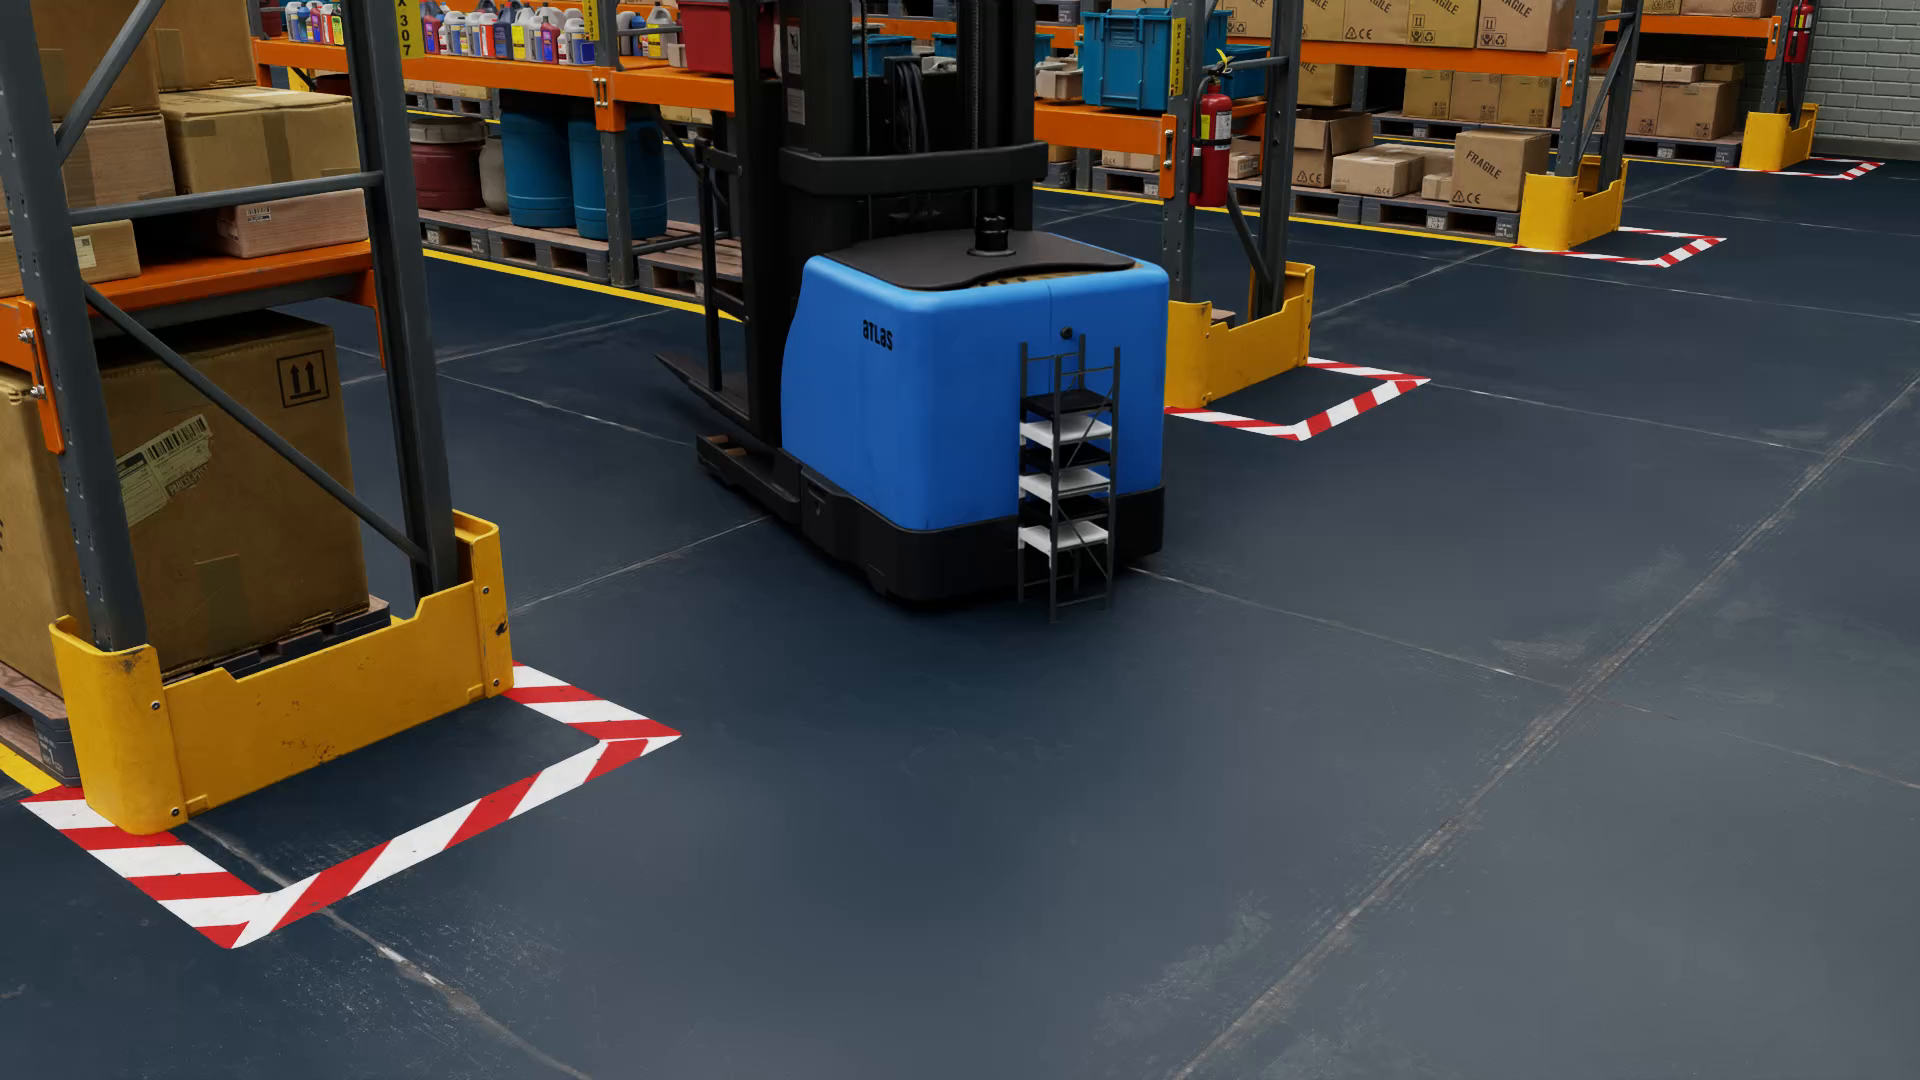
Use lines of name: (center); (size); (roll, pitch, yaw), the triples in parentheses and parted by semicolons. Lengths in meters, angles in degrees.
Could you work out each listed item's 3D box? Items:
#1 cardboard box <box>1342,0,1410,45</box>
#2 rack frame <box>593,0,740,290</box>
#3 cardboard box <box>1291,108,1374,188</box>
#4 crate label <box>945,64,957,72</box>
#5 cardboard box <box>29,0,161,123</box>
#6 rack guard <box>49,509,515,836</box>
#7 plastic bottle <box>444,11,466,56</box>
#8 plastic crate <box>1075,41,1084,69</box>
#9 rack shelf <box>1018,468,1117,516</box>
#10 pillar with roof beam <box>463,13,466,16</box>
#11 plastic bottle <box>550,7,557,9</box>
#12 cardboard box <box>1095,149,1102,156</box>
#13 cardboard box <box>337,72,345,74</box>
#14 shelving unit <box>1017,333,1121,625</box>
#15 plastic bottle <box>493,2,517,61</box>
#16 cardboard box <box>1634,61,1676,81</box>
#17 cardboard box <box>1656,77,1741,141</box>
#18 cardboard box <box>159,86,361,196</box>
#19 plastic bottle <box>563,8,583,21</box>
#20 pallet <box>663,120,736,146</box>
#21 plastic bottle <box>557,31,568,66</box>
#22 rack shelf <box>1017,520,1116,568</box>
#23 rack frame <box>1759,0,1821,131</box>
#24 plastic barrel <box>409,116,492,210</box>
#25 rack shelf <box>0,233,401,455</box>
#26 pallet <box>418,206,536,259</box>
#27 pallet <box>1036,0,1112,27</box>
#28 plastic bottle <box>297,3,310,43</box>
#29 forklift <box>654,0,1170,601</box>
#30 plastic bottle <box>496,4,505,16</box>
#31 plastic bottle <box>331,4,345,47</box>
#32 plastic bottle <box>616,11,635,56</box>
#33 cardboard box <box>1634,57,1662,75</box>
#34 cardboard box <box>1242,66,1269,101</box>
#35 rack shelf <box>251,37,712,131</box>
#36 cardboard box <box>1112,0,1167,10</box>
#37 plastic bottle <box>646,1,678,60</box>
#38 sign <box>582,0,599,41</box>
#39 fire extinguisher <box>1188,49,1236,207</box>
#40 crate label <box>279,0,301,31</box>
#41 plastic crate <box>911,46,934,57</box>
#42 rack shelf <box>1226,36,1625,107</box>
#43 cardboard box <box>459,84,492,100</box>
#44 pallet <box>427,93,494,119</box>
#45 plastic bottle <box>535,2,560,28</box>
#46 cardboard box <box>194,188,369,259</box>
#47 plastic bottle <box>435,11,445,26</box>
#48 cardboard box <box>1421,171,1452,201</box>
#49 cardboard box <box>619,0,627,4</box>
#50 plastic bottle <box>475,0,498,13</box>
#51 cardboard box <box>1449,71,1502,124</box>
cardboard box: (3.123, -3.859, 12.009); (0.500, 0.500, 0.500); (16, 26, 37)
rack frame: (-1.804, -3.098, 10.133); (0.127, 3.000, 1.000); (16, 26, 36)
cardboard box: (2.789, -3.072, 12.977); (0.637, 0.503, 0.797); (16, 26, 36)
crate label: (0.102, -2.367, 8.483); (0.243, 0.136, 0.396); (16, 26, 36)
cardboard box: (-2.381, -1.309, 4.116); (0.500, 0.500, 0.500); (16, 26, 37)
rack guard: (-1.818, 0.323, 4.603); (0.348, 0.500, 1.175); (16, 26, 36)
plastic bottle: (-3.272, -3.316, 10.886); (0.135, 0.276, 0.152); (16, 26, 36)
plastic crate: (0.802, -2.448, 8.560); (0.300, 0.233, 0.416); (16, 26, 36)
rack shelf: (0.350, -0.165, 5.426); (0.258, 0.077, 0.200); (-11, 23, -27)
pillar with roof beam: (-11.118, -11.533, 23.998); (0.400, 9.000, 9.100); (16, 26, 36)
plastic bottle: (-2.819, -3.506, 11.390); (0.135, 0.276, 0.152); (16, 26, 36)
cardboard box: (1.110, -3.662, 14.548); (0.500, 0.500, 0.500); (15, 25, 34)
cardboard box: (-7.302, -5.748, 20.461); (0.500, 0.250, 0.500); (16, 26, 36)
shelving unit: (0.350, -0.197, 5.414); (0.258, 0.900, 0.210); (-11, 23, -27)
plastic bottle: (-2.866, -3.232, 10.558); (0.185, 0.351, 0.144); (16, 26, 36)
cardboard box: (6.540, -4.409, 15.637); (0.250, 0.149, 0.380); (17, 26, 38)
cardboard box: (6.953, -4.070, 15.657); (0.500, 0.500, 0.700); (16, 26, 36)
cardboard box: (-2.038, -1.102, 4.630); (0.500, 0.250, 0.500); (15, 25, 35)
plastic bottle: (-2.639, -3.454, 11.253); (0.135, 0.276, 0.152); (16, 26, 36)
pallet: (-2.381, -4.234, 17.096); (1.213, 0.211, 1.003); (16, 26, 36)
plastic bottle: (-2.421, -3.023, 10.216); (0.097, 0.201, 0.097); (0, 21, 0)
rack shelf: (0.350, 0.003, 5.489); (0.258, 0.077, 0.200); (-11, 23, -27)
rack frame: (7.559, -4.914, 14.949); (0.127, 3.000, 1.000); (16, 26, 36)
plastic barrel: (-3.638, -2.703, 11.906); (0.708, 0.588, 0.600); (16, 26, 36)
rack shelf: (-3.386, -0.962, 5.487); (4.000, 0.370, 1.077); (16, 26, 36)
pallet: (-3.325, -2.249, 11.834); (1.213, 0.211, 1.003); (16, 26, 36)
pallet: (0.781, -4.570, 14.308); (1.213, 0.211, 1.003); (16, 26, 36)
plastic bottle: (-4.700, -3.712, 11.944); (0.097, 0.271, 0.097); (0, 21, 0)
forklift: (-0.433, -1.649, 6.386); (1.130, 2.935, 3.031); (-11, 23, -27)
plastic bottle: (-3.226, -3.620, 11.682); (0.133, 0.283, 0.061); (16, 26, 36)
plastic bottle: (-4.339, -3.606, 11.644); (0.133, 0.283, 0.061); (16, 26, 36)
plastic bottle: (-2.205, -3.329, 10.922); (0.135, 0.276, 0.152); (16, 26, 36)
cardboard box: (6.590, -4.569, 16.061); (0.250, 0.149, 0.380); (16, 26, 37)
cardboard box: (3.184, -5.304, 18.434); (0.750, 0.750, 0.750); (17, 27, 38)
rack shelf: (-3.354, -3.208, 11.444); (4.000, 0.370, 1.077); (16, 26, 36)
cardboard box: (1.553, -4.310, 13.205); (0.500, 0.500, 0.500); (17, 26, 38)
plastic bottle: (-1.903, -3.252, 10.609); (0.185, 0.351, 0.144); (16, 26, 36)
sign: (-2.153, -3.078, 9.687); (0.005, 0.325, 0.100); (16, 26, 36)
fire extinguisher: (1.124, -1.837, 7.428); (0.183, 0.674, 0.296); (16, 26, 36)
crate label: (-5.502, -4.303, 13.278); (0.616, 0.435, 0.502); (16, 26, 36)
plastic crate: (-0.265, -2.697, 9.357); (0.466, 0.136, 0.293); (16, 26, 36)
rack shelf: (2.880, -3.669, 12.666); (4.000, 0.370, 1.077); (16, 26, 36)
cardboard box: (-5.365, -5.190, 18.982); (0.500, 0.250, 0.500); (16, 26, 36)
pallet: (-5.457, -5.121, 19.448); (1.213, 0.211, 1.003); (16, 26, 36)
plastic bottle: (-2.632, -3.230, 10.553); (0.185, 0.351, 0.144); (16, 26, 36)
cardboard box: (-1.903, -0.904, 4.670); (0.250, 0.149, 0.380); (16, 26, 37)
plastic bottle: (-3.444, -3.378, 11.058); (0.097, 0.271, 0.097); (0, 21, 0)
cardboard box: (3.596, -2.608, 12.226); (0.250, 0.166, 0.380); (16, 26, 36)
cardboard box: (-3.486, -5.878, 17.363); (0.500, 0.500, 0.500); (16, 26, 36)
plastic bottle: (-3.338, -3.692, 11.778); (0.185, 0.351, 0.144); (16, 26, 36)
cardboard box: (5.362, -4.526, 16.866); (0.500, 0.500, 0.700); (16, 26, 36)
